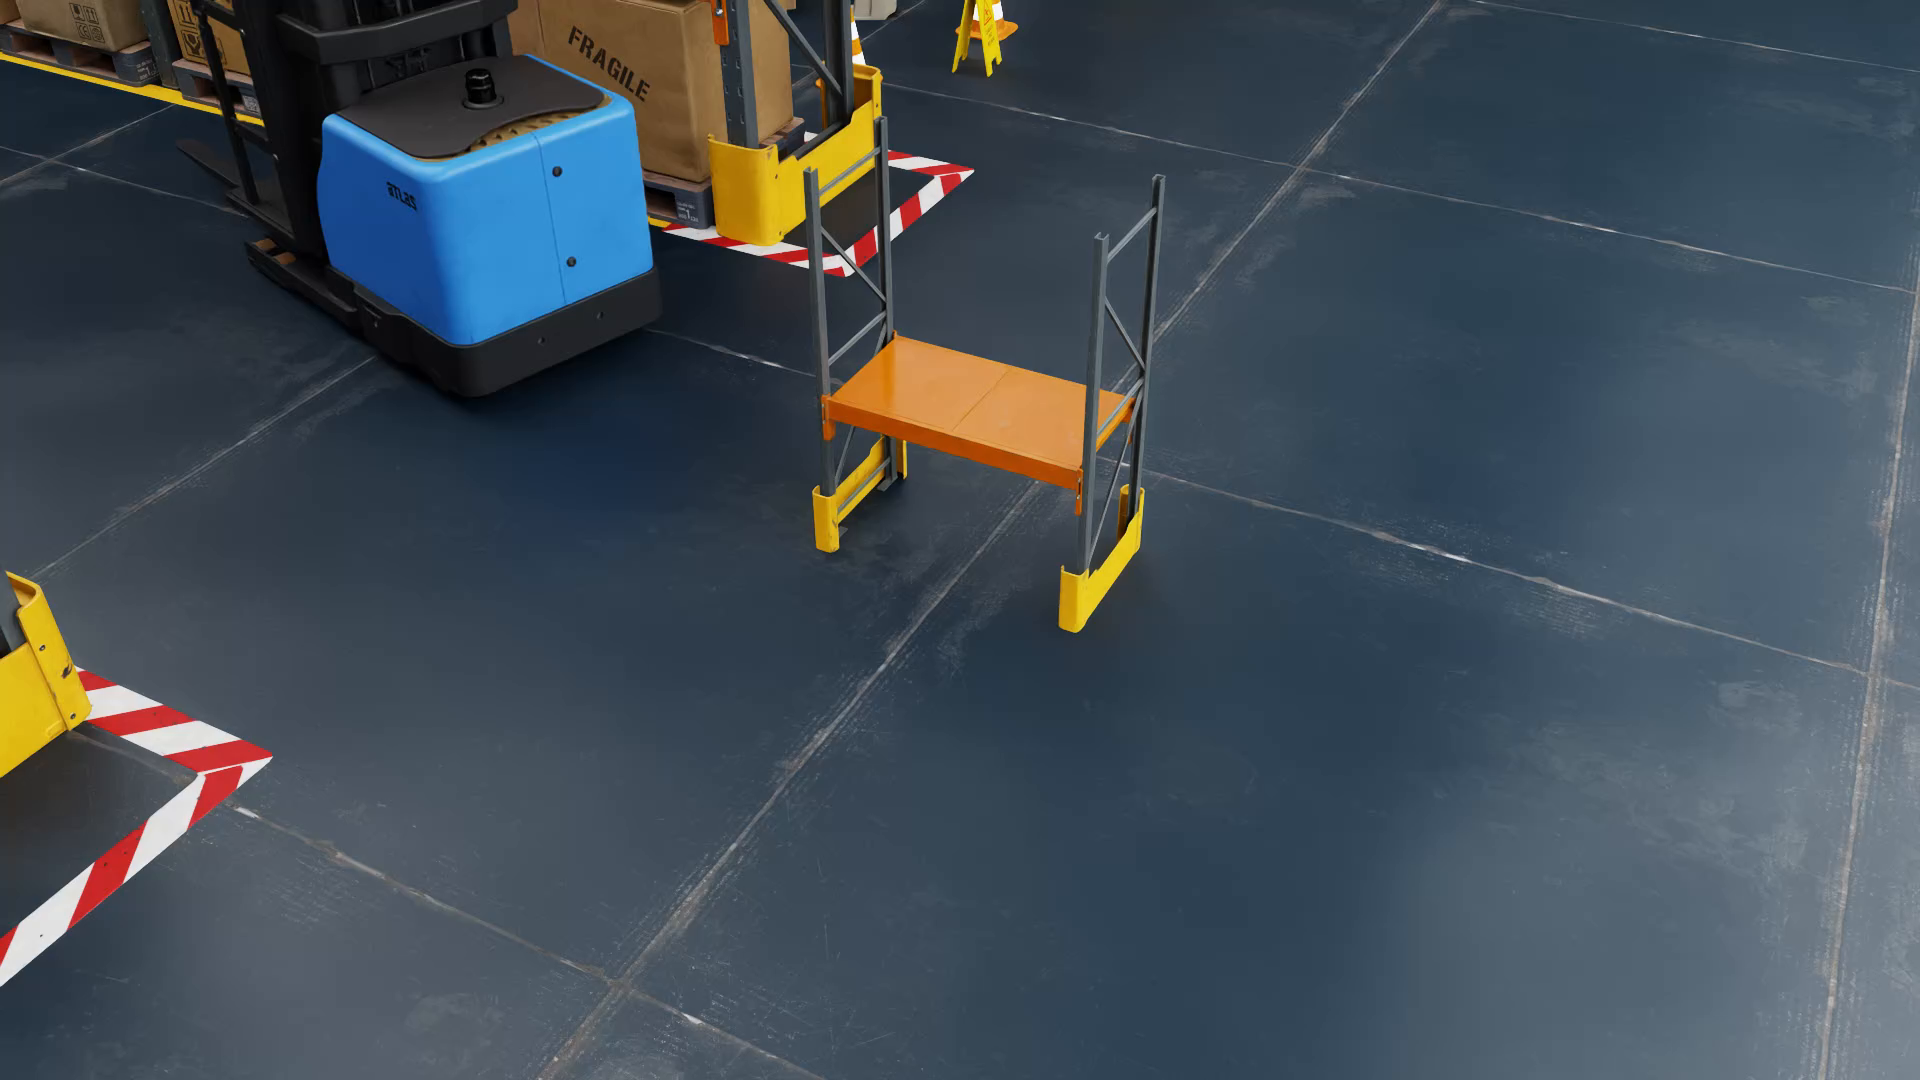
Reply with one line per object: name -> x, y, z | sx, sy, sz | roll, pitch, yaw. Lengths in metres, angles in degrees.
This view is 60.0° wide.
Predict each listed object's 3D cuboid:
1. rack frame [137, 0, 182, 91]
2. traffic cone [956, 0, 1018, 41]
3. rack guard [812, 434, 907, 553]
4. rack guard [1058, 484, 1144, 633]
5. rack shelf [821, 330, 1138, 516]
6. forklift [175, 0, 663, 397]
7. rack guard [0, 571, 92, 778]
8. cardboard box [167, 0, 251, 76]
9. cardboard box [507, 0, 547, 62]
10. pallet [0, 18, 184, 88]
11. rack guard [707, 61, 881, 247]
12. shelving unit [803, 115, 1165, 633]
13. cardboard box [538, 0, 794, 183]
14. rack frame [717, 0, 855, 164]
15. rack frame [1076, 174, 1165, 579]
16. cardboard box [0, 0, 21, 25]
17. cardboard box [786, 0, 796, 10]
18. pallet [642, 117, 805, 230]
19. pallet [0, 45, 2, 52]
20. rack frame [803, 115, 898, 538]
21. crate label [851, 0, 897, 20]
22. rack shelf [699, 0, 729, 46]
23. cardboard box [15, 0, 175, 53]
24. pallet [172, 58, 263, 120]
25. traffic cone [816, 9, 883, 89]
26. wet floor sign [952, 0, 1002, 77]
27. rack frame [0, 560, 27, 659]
rack frame -> -4.386, -4.098, 9.168 | 0.127, 3.000, 1.000 | 17, 41, 21
traffic cone -> 0.169, -3.398, 10.344 | 0.334, 0.463, 0.336 | 17, 41, 21
rack guard -> -0.375, -0.217, 6.329 | 0.087, 0.250, 0.587 | 17, 41, 21
rack guard -> 0.510, 0.060, 5.964 | 0.087, 0.250, 0.587 | 17, 41, 21
rack shelf -> 0.076, -0.430, 5.874 | 1.000, 0.185, 0.538 | 17, 41, 21
forklift -> -2.740, -2.546, 7.179 | 3.031, 2.935, 1.130 | 31, 47, 34
rack guard -> -3.273, 0.623, 5.015 | 0.348, 0.500, 1.175 | 17, 41, 21
cardboard box -> -3.860, -3.207, 9.404 | 0.875, 0.875, 0.875 | 18, 41, 22
cardboard box -> -2.249, -2.704, 8.741 | 0.875, 0.875, 0.875 | 17, 40, 21
pallet -> -5.106, -3.162, 10.241 | 1.213, 0.211, 1.003 | 17, 41, 21
rack guard -> -0.813, -1.984, 8.450 | 0.348, 0.500, 1.175 | 17, 41, 21
shelving unit -> 0.068, -0.576, 5.769 | 1.083, 1.500, 0.587 | 17, 41, 21
cardboard box -> -1.467, -2.460, 8.420 | 0.875, 0.875, 0.875 | 18, 41, 22
rack frame -> -0.834, -2.986, 7.703 | 0.127, 3.000, 1.000 | 17, 41, 21
rack frame -> 0.527, -0.432, 5.579 | 0.032, 1.500, 0.500 | 17, 41, 21
cardboard box -> -5.834, -3.764, 10.241 | 0.750, 0.750, 1.050 | 17, 41, 21
cardboard box -> -1.372, -3.807, 10.849 | 0.637, 0.503, 0.797 | -8, 38, -10
pallet -> -1.580, -2.056, 8.784 | 1.213, 0.211, 1.003 | 17, 41, 21
pallet -> -6.194, -3.500, 10.687 | 1.213, 0.211, 1.003 | 17, 41, 21
rack frame -> -0.376, -0.715, 5.952 | 0.032, 1.500, 0.500 | 17, 41, 21
crate label -> -0.558, -3.453, 10.686 | 0.298, 0.136, 0.250 | -2, 37, -2
rack shelf -> -2.610, -3.256, 8.653 | 4.000, 0.370, 1.077 | 17, 41, 21
cardboard box -> -4.979, -3.494, 9.885 | 0.750, 0.750, 1.050 | 17, 40, 21
pallet -> -3.747, -2.734, 9.677 | 1.213, 0.211, 1.003 | 17, 41, 21
traffic cone -> -0.653, -2.886, 9.669 | 0.334, 0.463, 0.336 | 17, 41, 21
wet floor sign -> 0.102, -3.103, 9.805 | 0.232, 0.644, 0.267 | 11, 38, 14
rack frame -> -3.205, -0.351, 4.232 | 0.127, 3.000, 1.000 | 17, 41, 21
